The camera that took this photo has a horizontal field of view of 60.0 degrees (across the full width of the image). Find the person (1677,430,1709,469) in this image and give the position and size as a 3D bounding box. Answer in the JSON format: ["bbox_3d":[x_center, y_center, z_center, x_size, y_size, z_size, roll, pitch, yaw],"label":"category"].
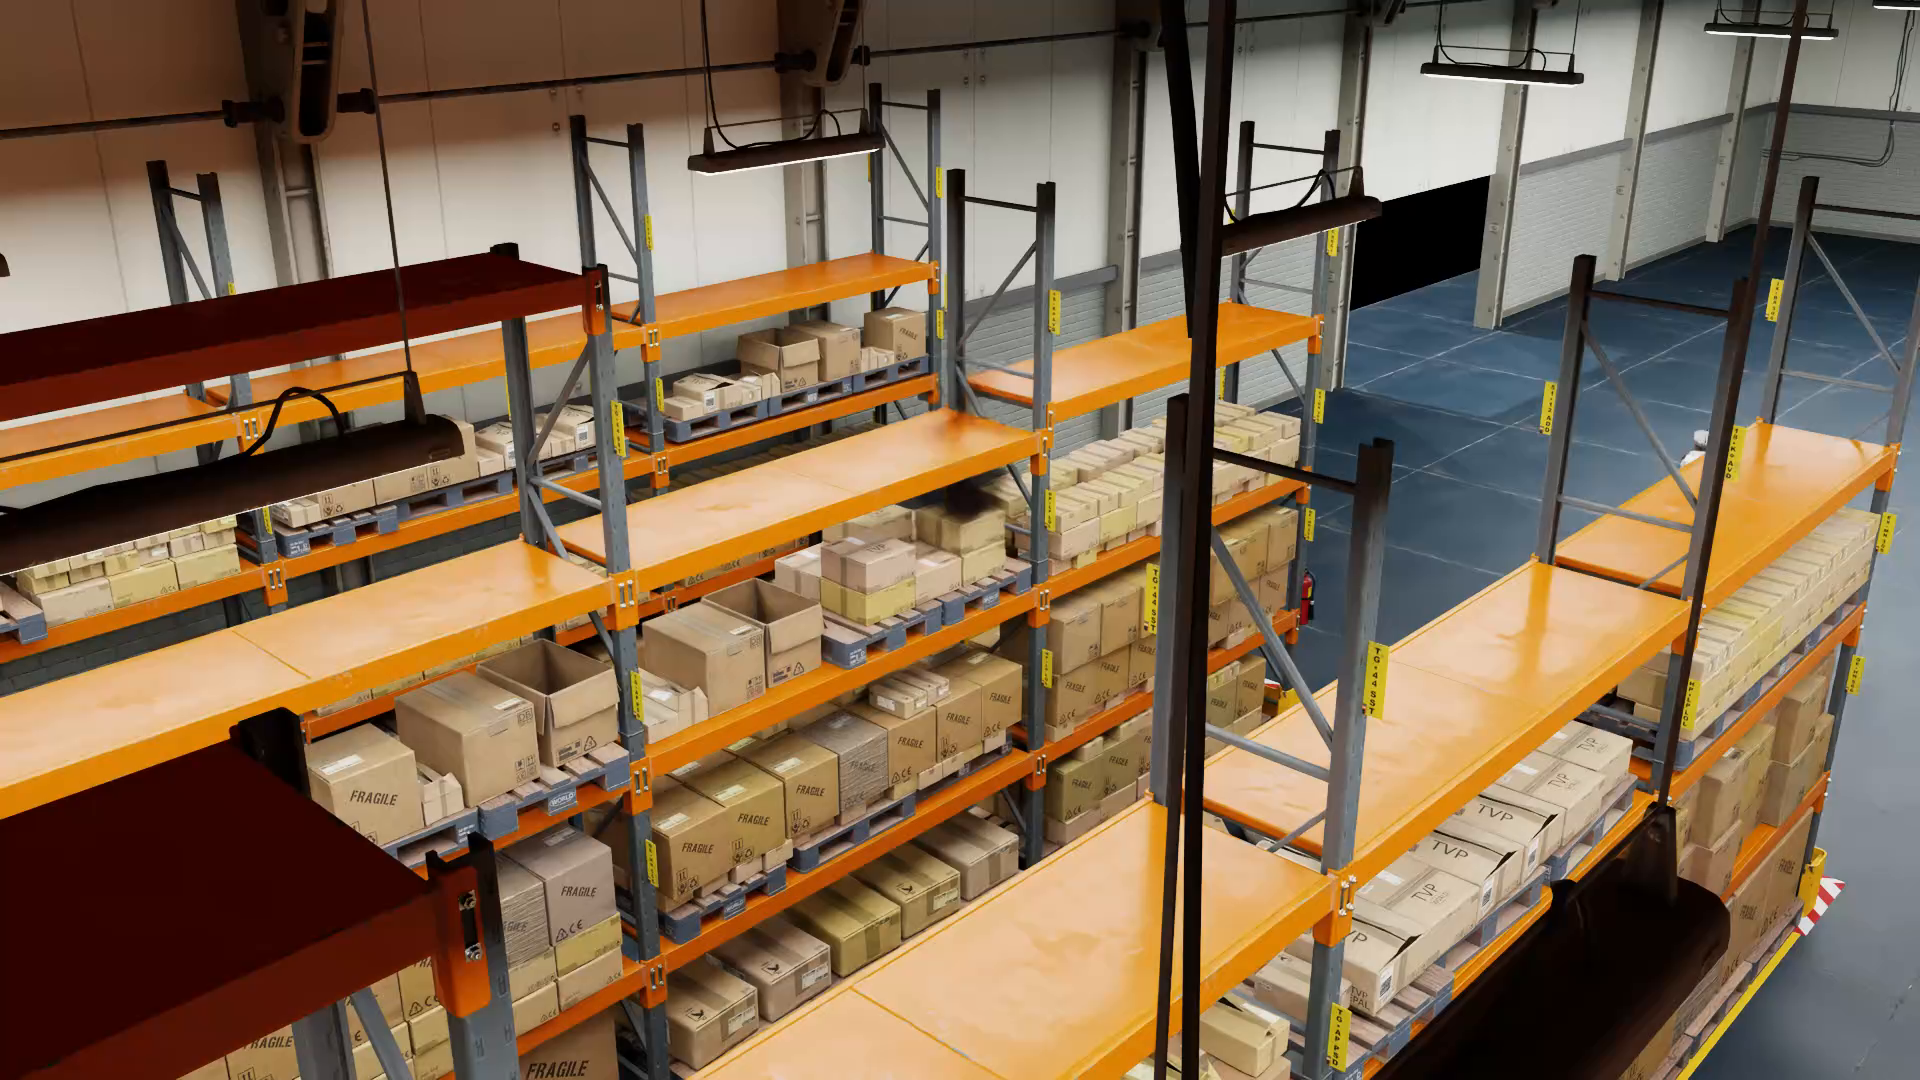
[{"bbox_3d":[9.339,-0.603,21.261,0.595,1.666,0.934,-3,21,-7],"label":"person"}]
